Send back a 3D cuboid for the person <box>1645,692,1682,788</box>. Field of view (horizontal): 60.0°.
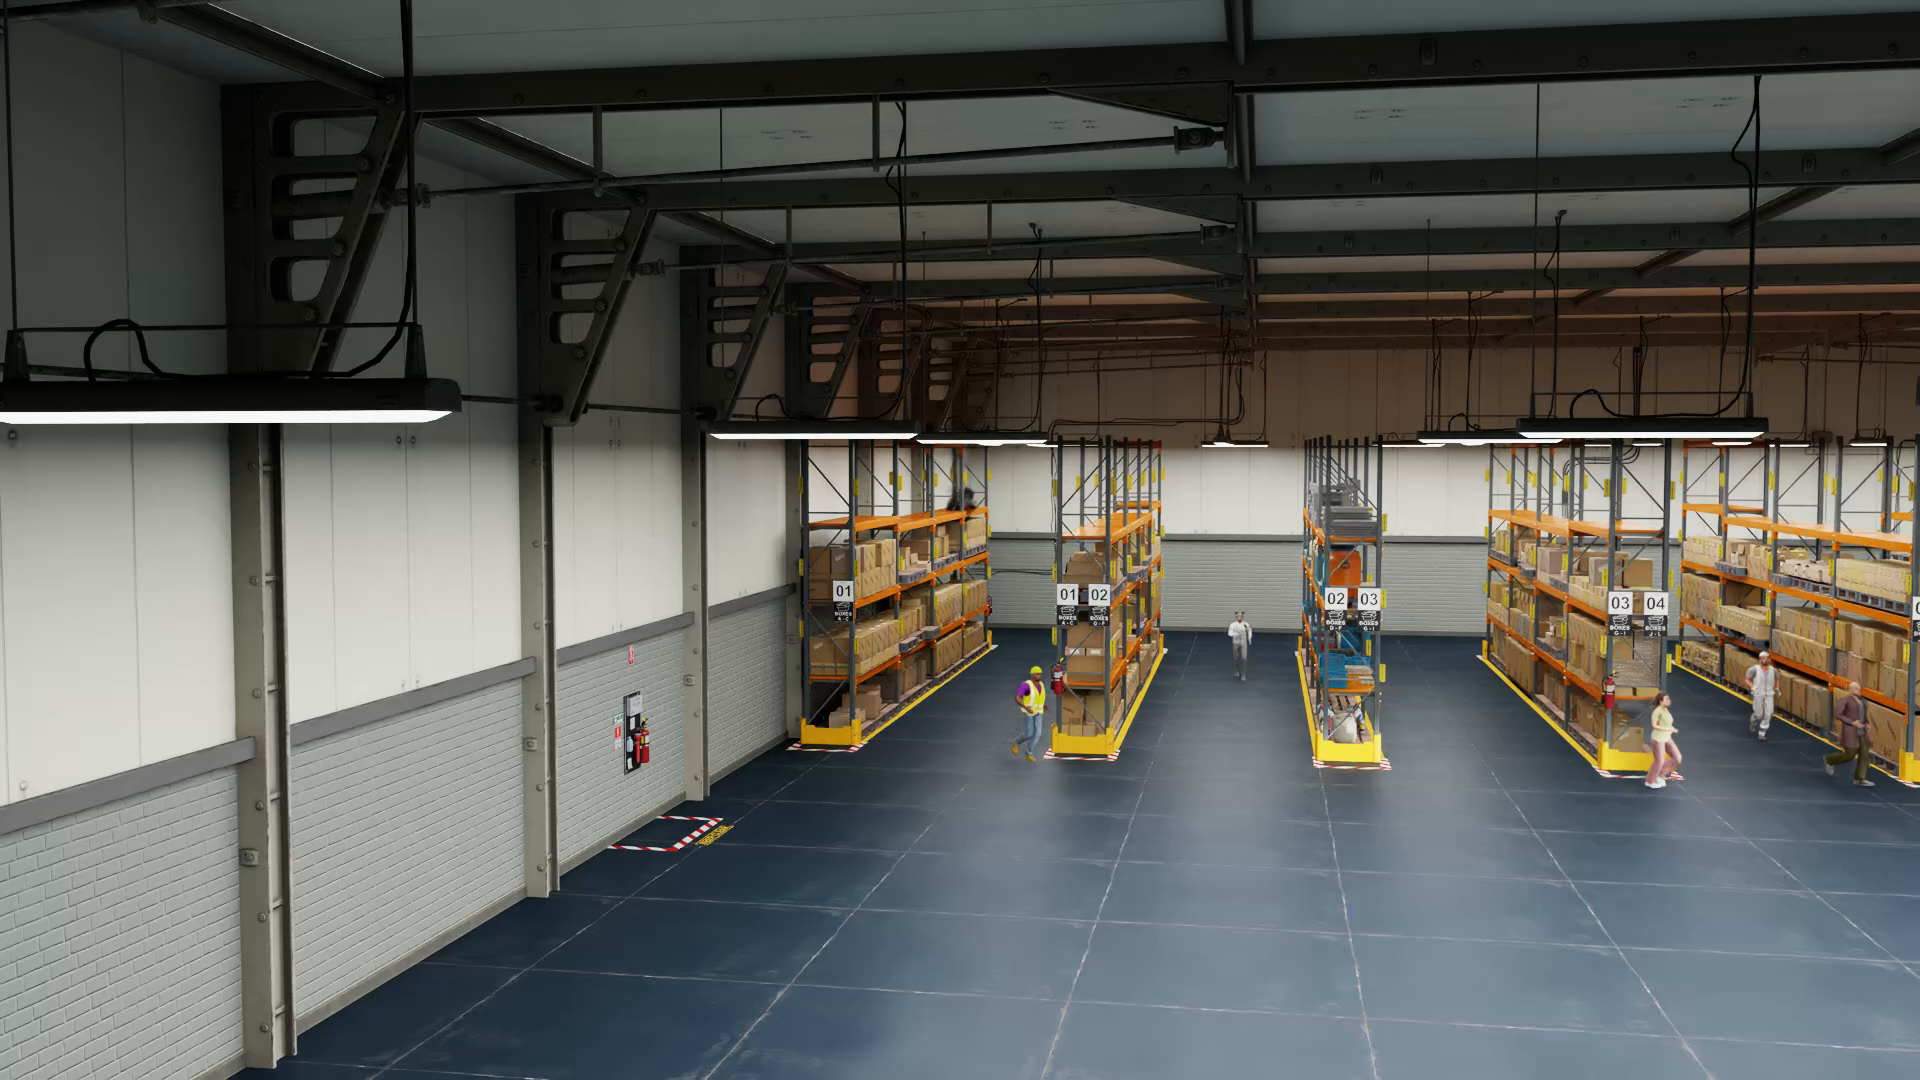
[{"bbox_3d":[11.826,3.378,27.971,0.574,1.634,0.628,-2,4,-38],"label":"person"}]

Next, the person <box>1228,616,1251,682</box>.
[{"bbox_3d":[6.987,2.645,41.493,0.581,1.702,0.759,0,3,7],"label":"person"}]

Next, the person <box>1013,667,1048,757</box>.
[{"bbox_3d":[1.319,3.167,30.818,0.741,1.664,0.584,-2,4,-37],"label":"person"}]

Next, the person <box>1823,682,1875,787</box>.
[{"bbox_3d":[15.340,3.312,28.535,0.737,1.746,0.942,-1,3,-17],"label":"person"}]

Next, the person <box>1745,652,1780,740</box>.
[{"bbox_3d":[15.874,3.072,32.888,0.643,1.745,0.599,0,3,8],"label":"person"}]
